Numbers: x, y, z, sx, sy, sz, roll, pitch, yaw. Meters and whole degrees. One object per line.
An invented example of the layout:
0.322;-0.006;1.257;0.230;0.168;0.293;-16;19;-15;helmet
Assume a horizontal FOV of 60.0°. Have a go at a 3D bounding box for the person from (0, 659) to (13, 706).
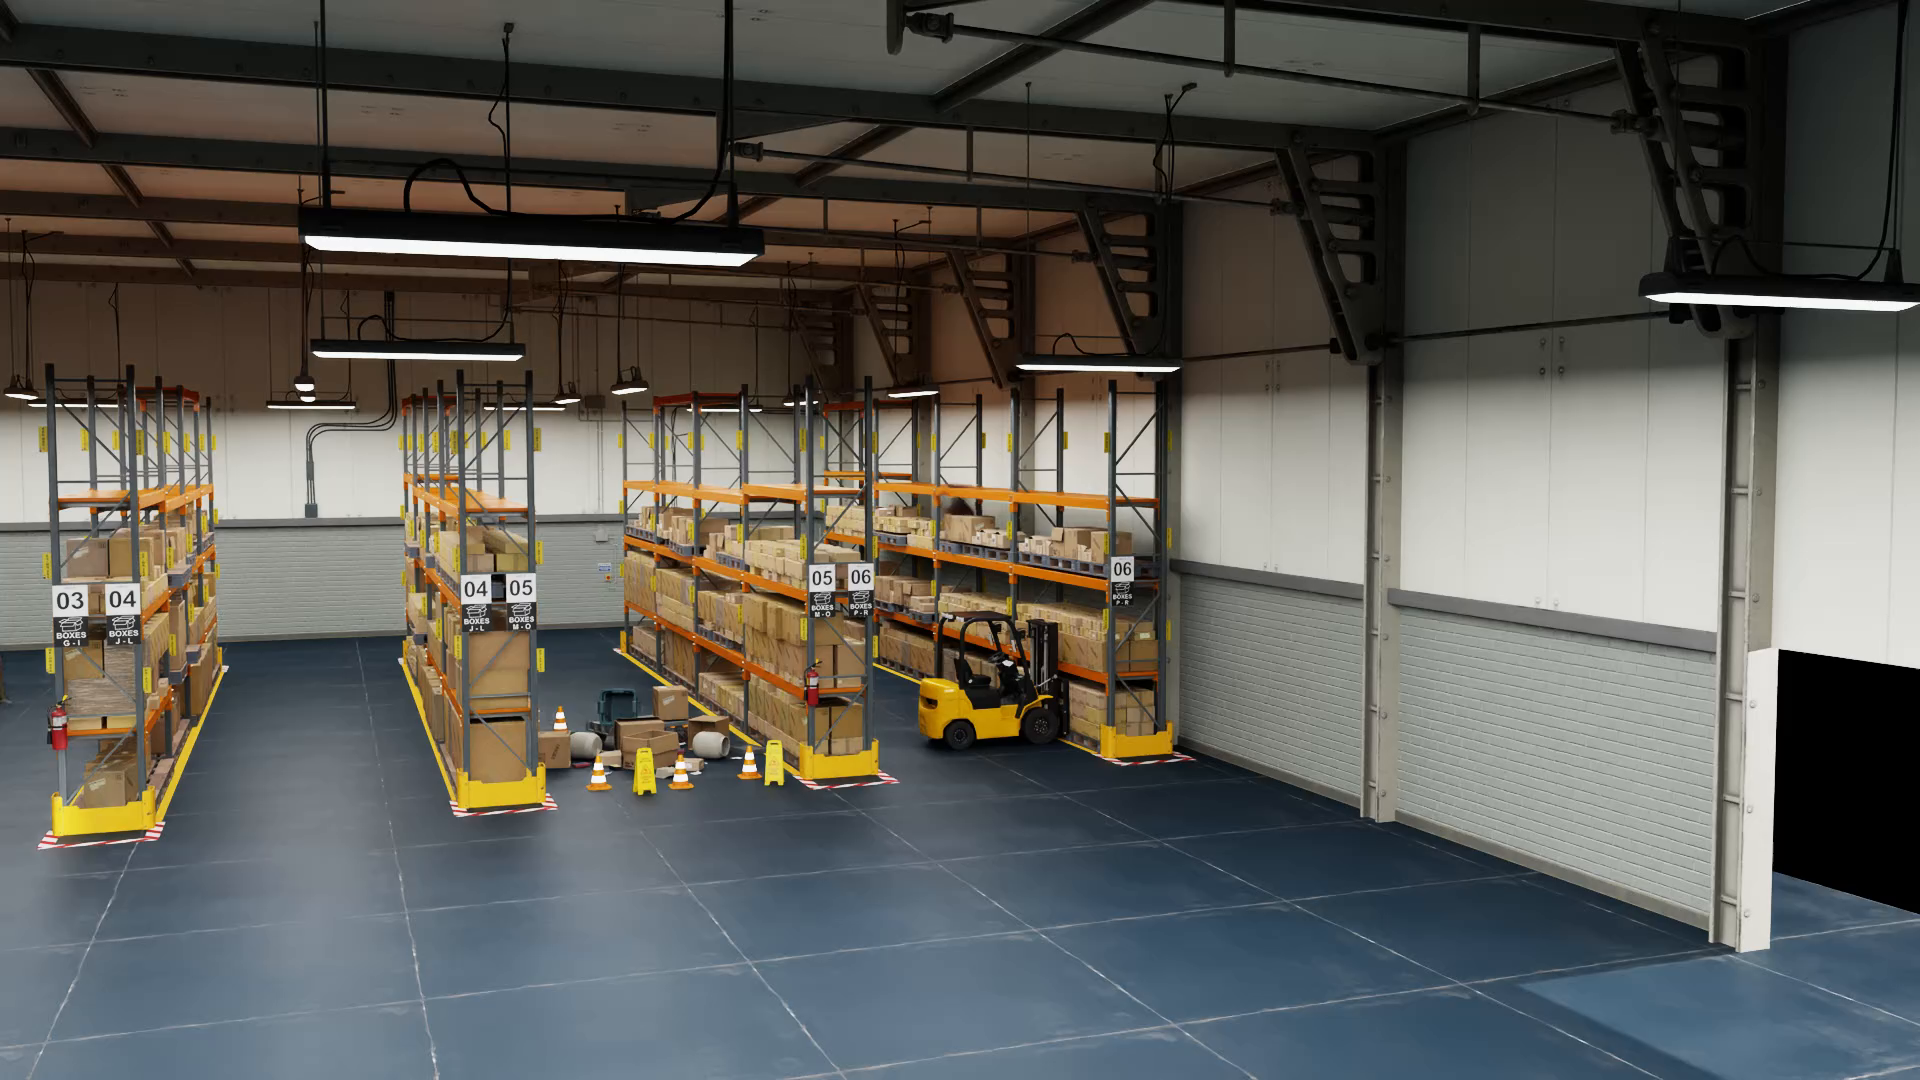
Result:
-18.390;2.269;31.431;1.059;1.728;0.568;3;5;44;person
